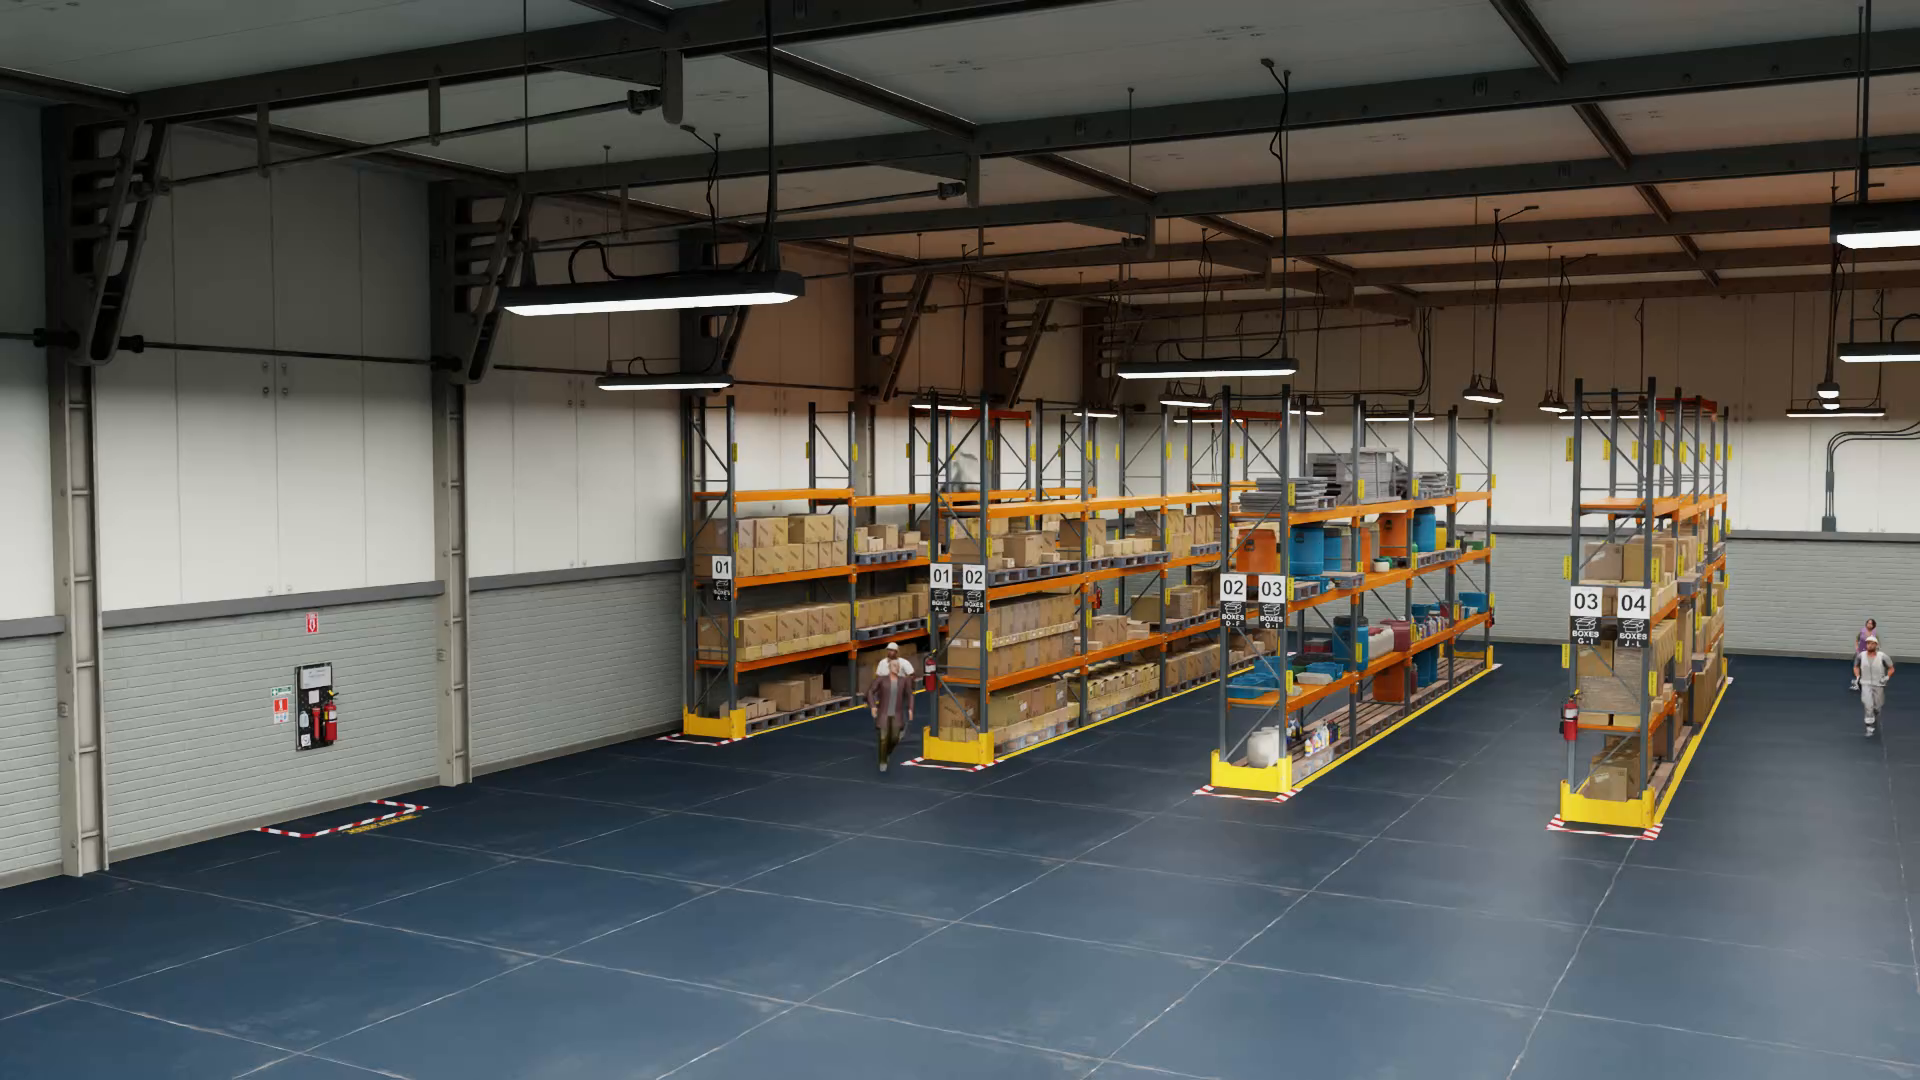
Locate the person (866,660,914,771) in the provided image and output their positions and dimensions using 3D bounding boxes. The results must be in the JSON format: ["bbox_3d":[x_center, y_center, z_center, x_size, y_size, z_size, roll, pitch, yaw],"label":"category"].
[{"bbox_3d":[-1.093,2.768,26.310,0.770,1.724,0.551,0,3,-9],"label":"person"}]

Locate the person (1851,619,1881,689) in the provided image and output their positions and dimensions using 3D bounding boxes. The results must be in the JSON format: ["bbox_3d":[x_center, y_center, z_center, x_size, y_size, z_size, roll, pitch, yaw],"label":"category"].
[{"bbox_3d":[18.981,2.400,34.875,0.594,1.518,0.507,3,4,44],"label":"person"}]

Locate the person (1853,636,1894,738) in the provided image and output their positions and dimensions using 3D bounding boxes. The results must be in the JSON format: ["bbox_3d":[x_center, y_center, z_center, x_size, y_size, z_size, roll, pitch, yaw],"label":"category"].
[{"bbox_3d":[16.135,2.584,29.394,0.650,1.768,0.722,2,4,33],"label":"person"}]

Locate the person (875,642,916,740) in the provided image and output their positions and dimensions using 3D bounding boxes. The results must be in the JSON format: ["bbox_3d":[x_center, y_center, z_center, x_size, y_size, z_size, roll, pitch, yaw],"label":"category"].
[{"bbox_3d":[-1.160,2.627,28.563,0.713,1.729,0.581,1,3,23],"label":"person"}]
